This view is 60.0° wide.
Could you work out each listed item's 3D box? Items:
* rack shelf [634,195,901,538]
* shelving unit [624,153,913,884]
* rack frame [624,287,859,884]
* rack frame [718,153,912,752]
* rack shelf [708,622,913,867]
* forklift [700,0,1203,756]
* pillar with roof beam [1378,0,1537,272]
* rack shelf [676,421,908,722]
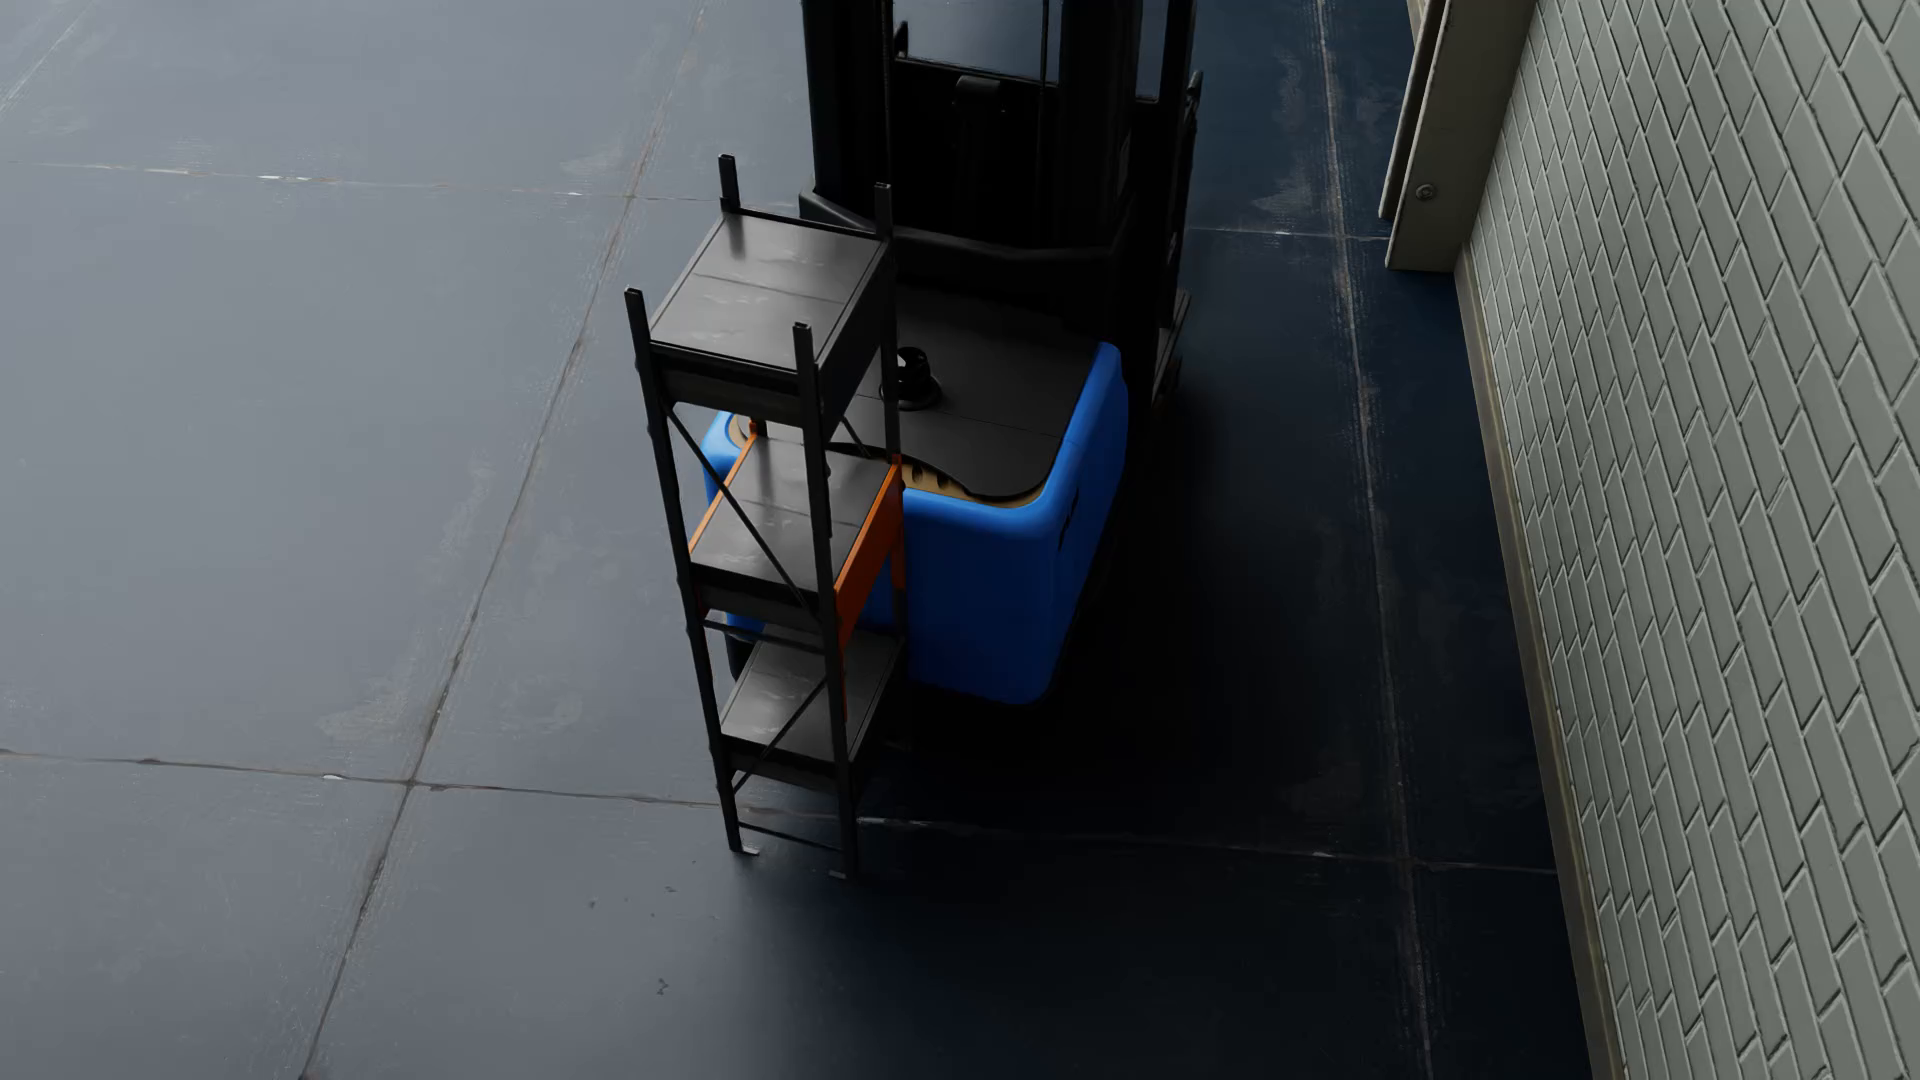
[{"bbox_3d":[-0.415,-0.392,3.755,0.431,0.518,0.480,13,49,12],"label":"rack shelf"},{"bbox_3d":[-0.415,0.071,4.262,0.431,2.100,0.503,13,49,12],"label":"shelving unit"},{"bbox_3d":[-0.488,0.243,4.105,0.400,2.100,0.015,13,49,12],"label":"rack frame"},{"bbox_3d":[-0.343,-0.101,4.419,0.400,2.100,0.015,13,49,12],"label":"rack frame"},{"bbox_3d":[-0.415,0.553,4.788,0.431,0.518,0.480,13,49,12],"label":"rack shelf"},{"bbox_3d":[0.192,-1.445,5.086,1.130,2.935,3.031,13,49,12],"label":"forklift"},{"bbox_3d":[-2.383,-4.566,3.828,9.100,9.000,0.400,4,48,4],"label":"pillar with roof beam"},{"bbox_3d":[-0.415,0.081,4.272,0.431,0.518,0.480,13,49,12],"label":"rack shelf"}]
